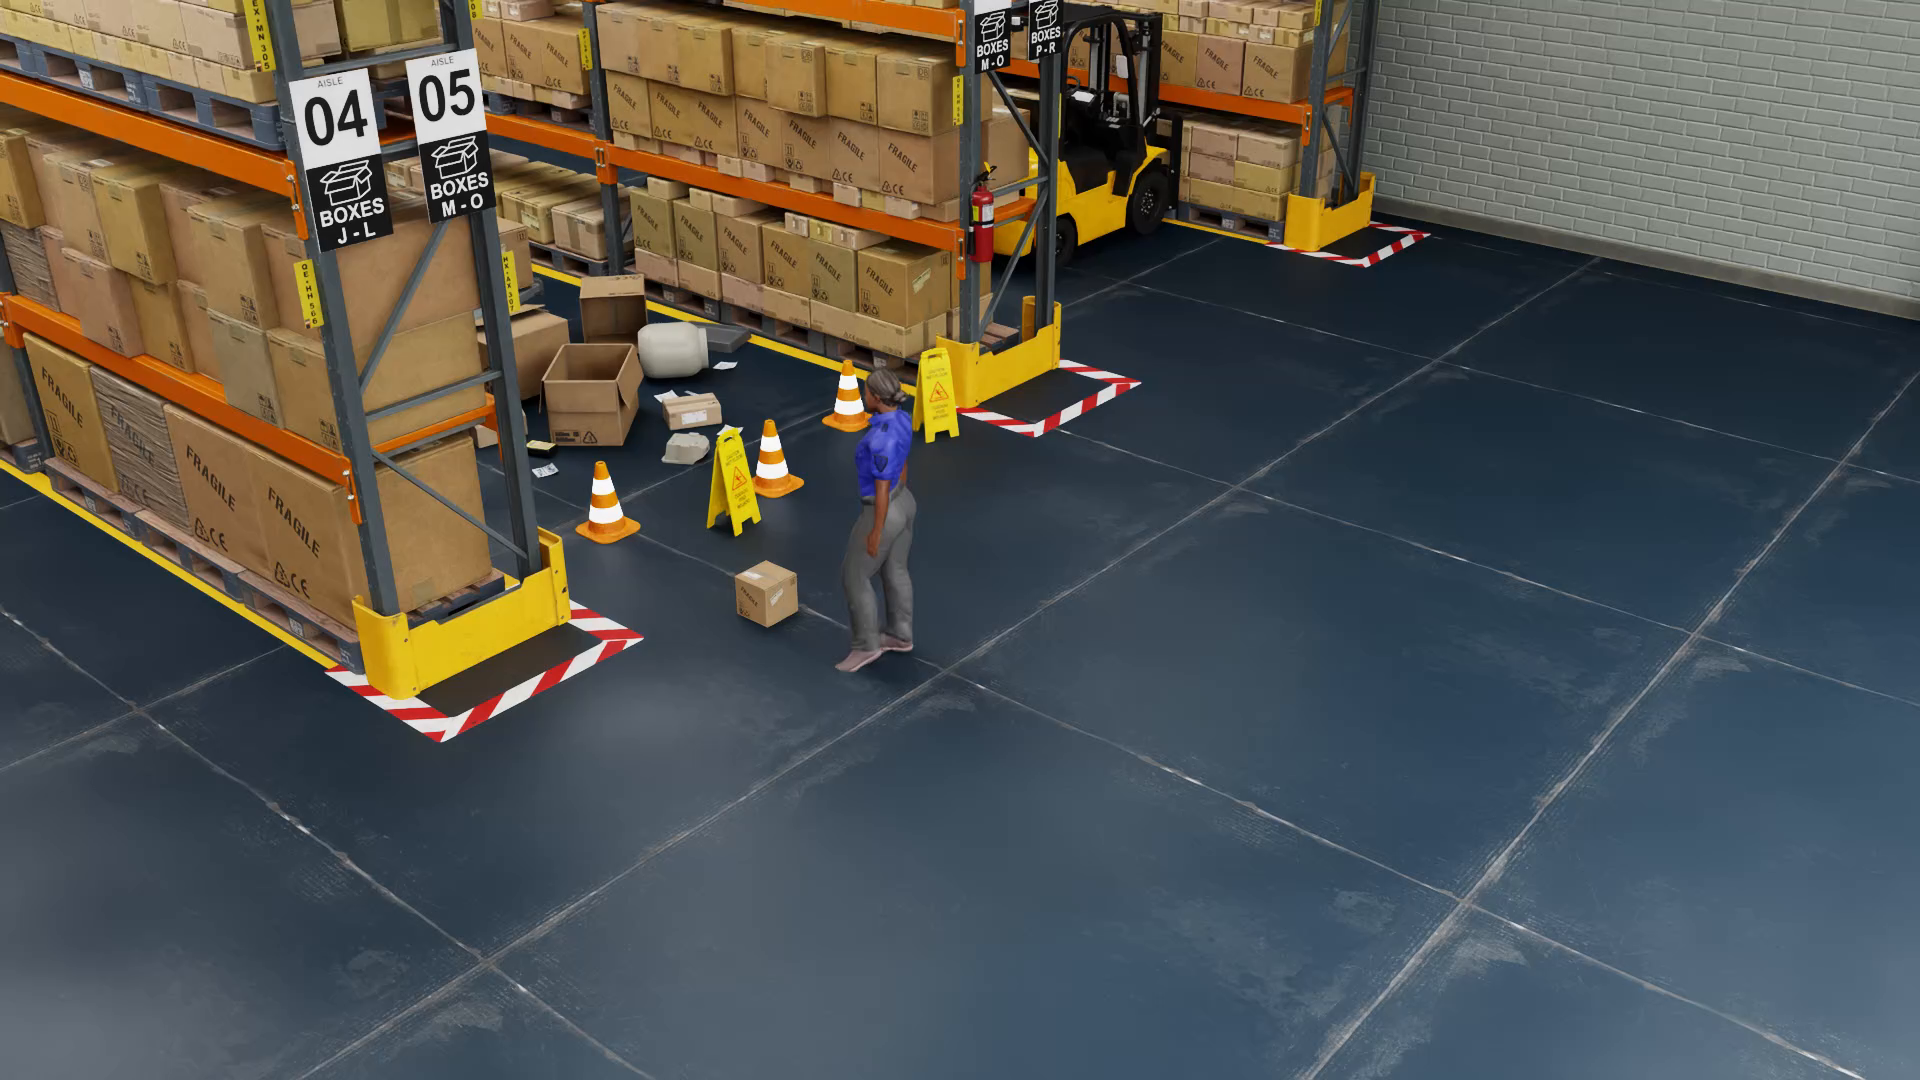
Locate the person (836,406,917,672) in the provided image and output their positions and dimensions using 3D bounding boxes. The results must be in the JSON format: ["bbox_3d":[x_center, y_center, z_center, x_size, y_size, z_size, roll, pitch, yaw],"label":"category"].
[{"bbox_3d":[-0.454,-0.005,8.905,0.388,1.509,0.507,7,28,14],"label":"person"}]
